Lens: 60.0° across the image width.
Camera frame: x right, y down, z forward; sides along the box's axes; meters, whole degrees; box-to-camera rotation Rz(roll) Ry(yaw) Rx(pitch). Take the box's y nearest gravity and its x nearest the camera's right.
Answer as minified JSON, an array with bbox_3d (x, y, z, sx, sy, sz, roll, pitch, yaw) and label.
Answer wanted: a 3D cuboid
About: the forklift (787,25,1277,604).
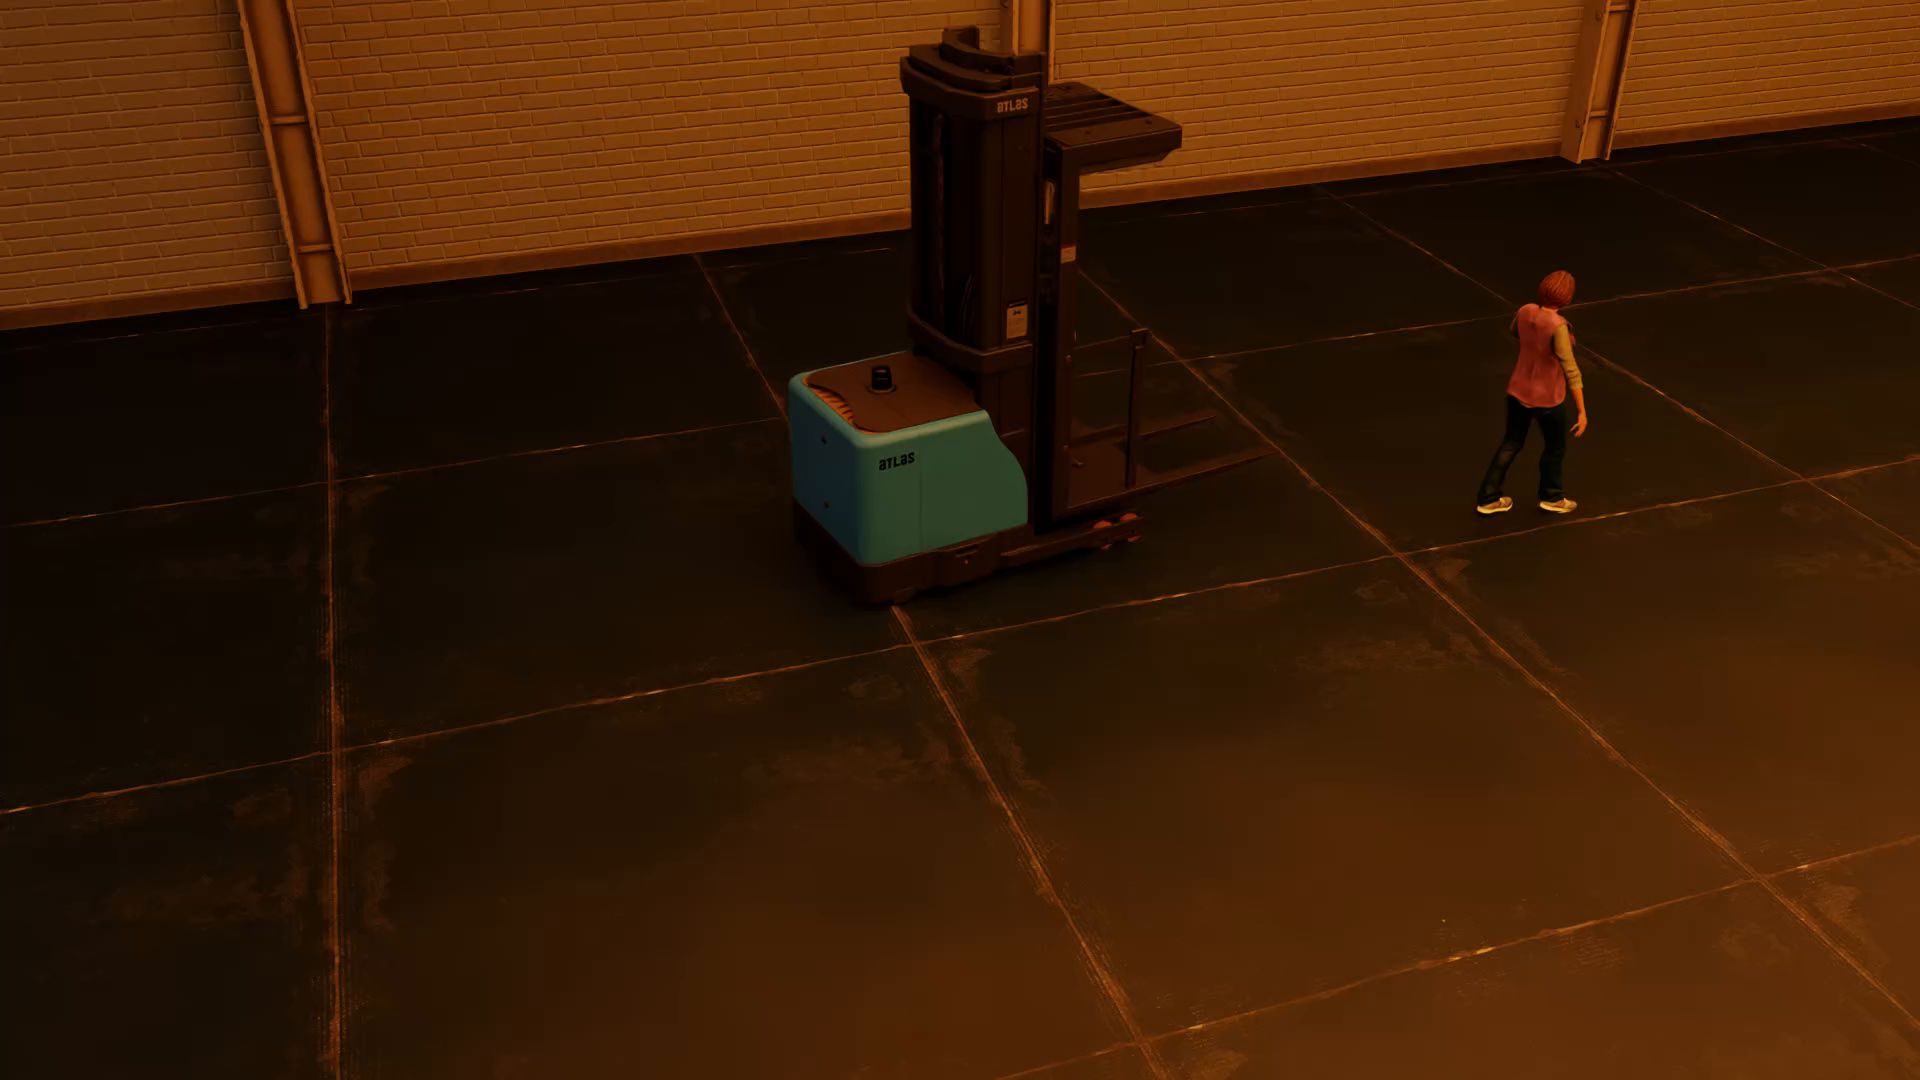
[{"bbox_3d":[0.537,-1.430,9.572,3.031,2.935,1.130,-15,33,-25],"label":"forklift"}]

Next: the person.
[{"bbox_3d":[3.523,-0.849,9.959,0.658,1.579,0.847,-14,33,-23],"label":"person"}]
